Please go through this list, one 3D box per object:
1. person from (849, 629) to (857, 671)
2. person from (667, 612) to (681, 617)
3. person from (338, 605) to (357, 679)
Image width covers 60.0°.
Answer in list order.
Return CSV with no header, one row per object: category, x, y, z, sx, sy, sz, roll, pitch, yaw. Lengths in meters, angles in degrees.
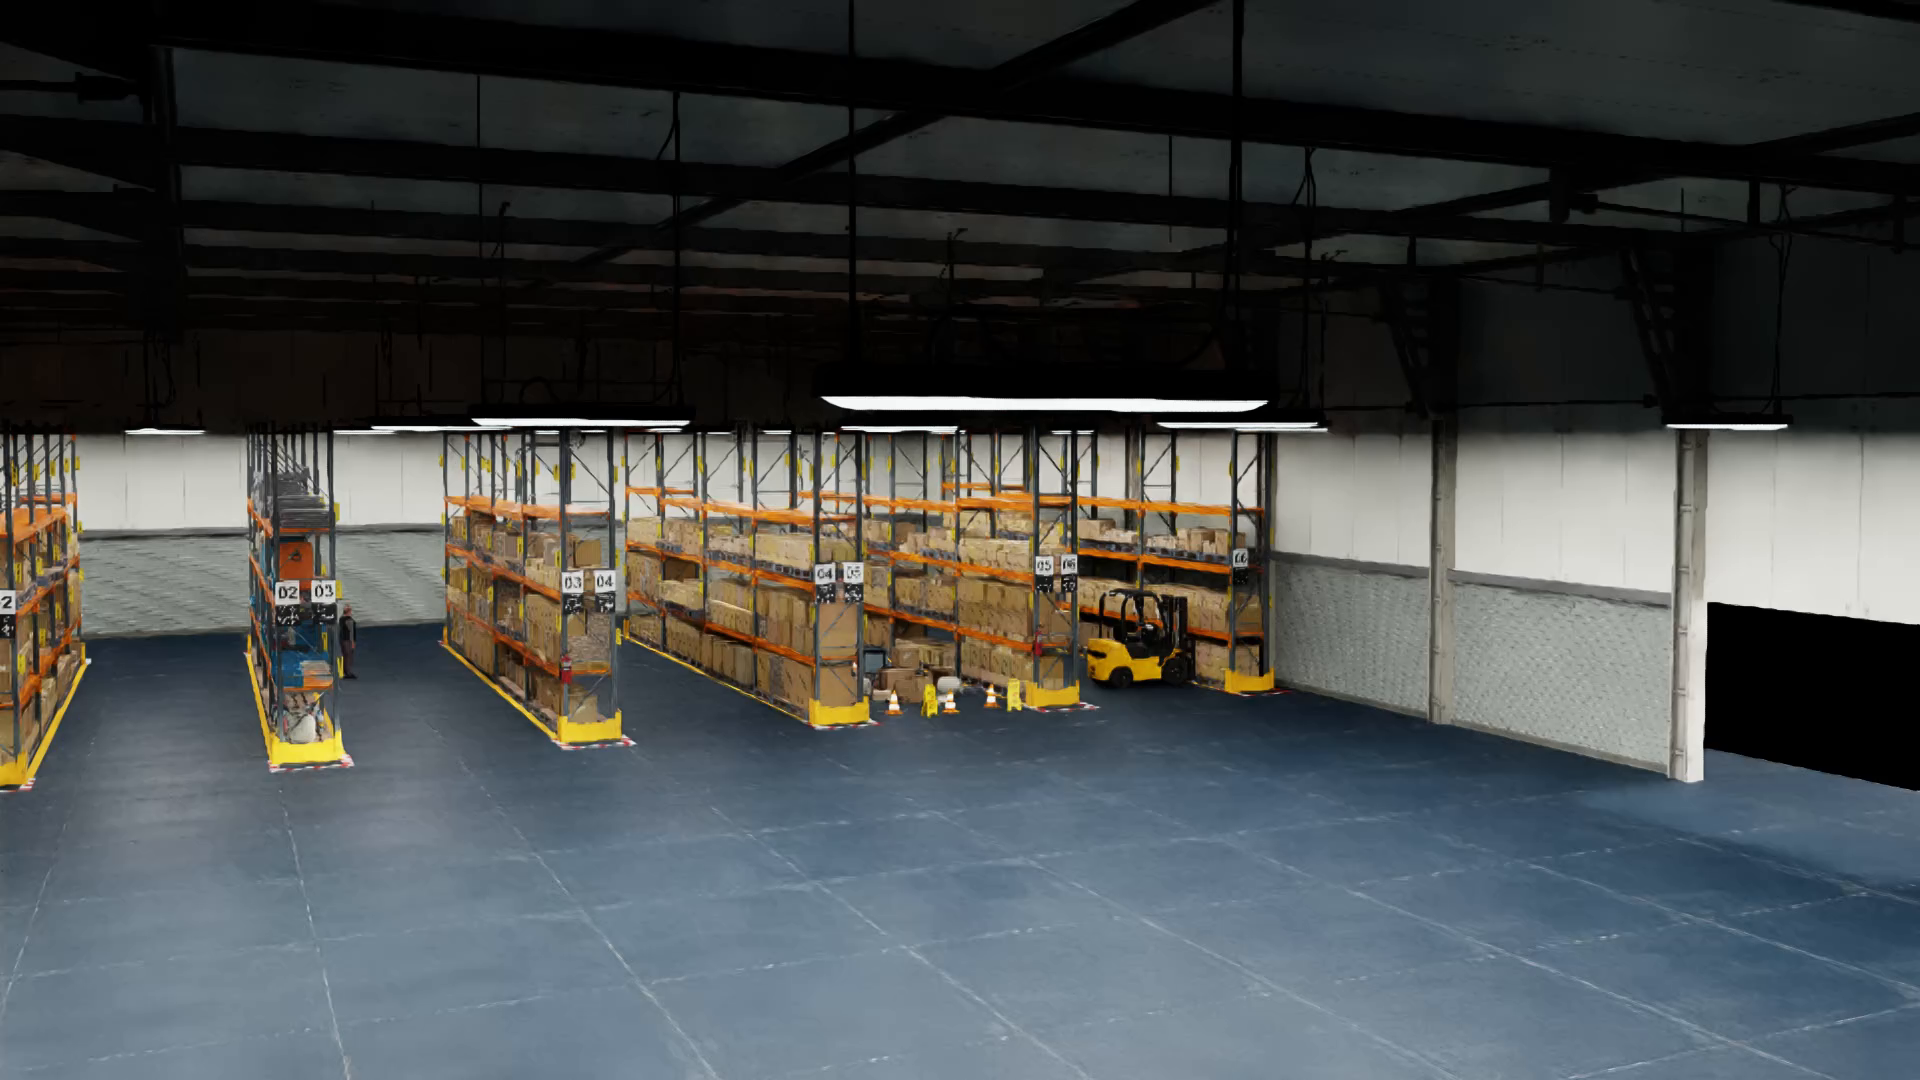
person,-2.594,2.380,39.806,0.553,1.658,0.573,0,4,4
person,-8.970,1.632,52.354,0.485,1.661,0.686,1,4,14
person,-14.431,2.388,39.235,0.400,1.724,0.623,-3,5,-43
